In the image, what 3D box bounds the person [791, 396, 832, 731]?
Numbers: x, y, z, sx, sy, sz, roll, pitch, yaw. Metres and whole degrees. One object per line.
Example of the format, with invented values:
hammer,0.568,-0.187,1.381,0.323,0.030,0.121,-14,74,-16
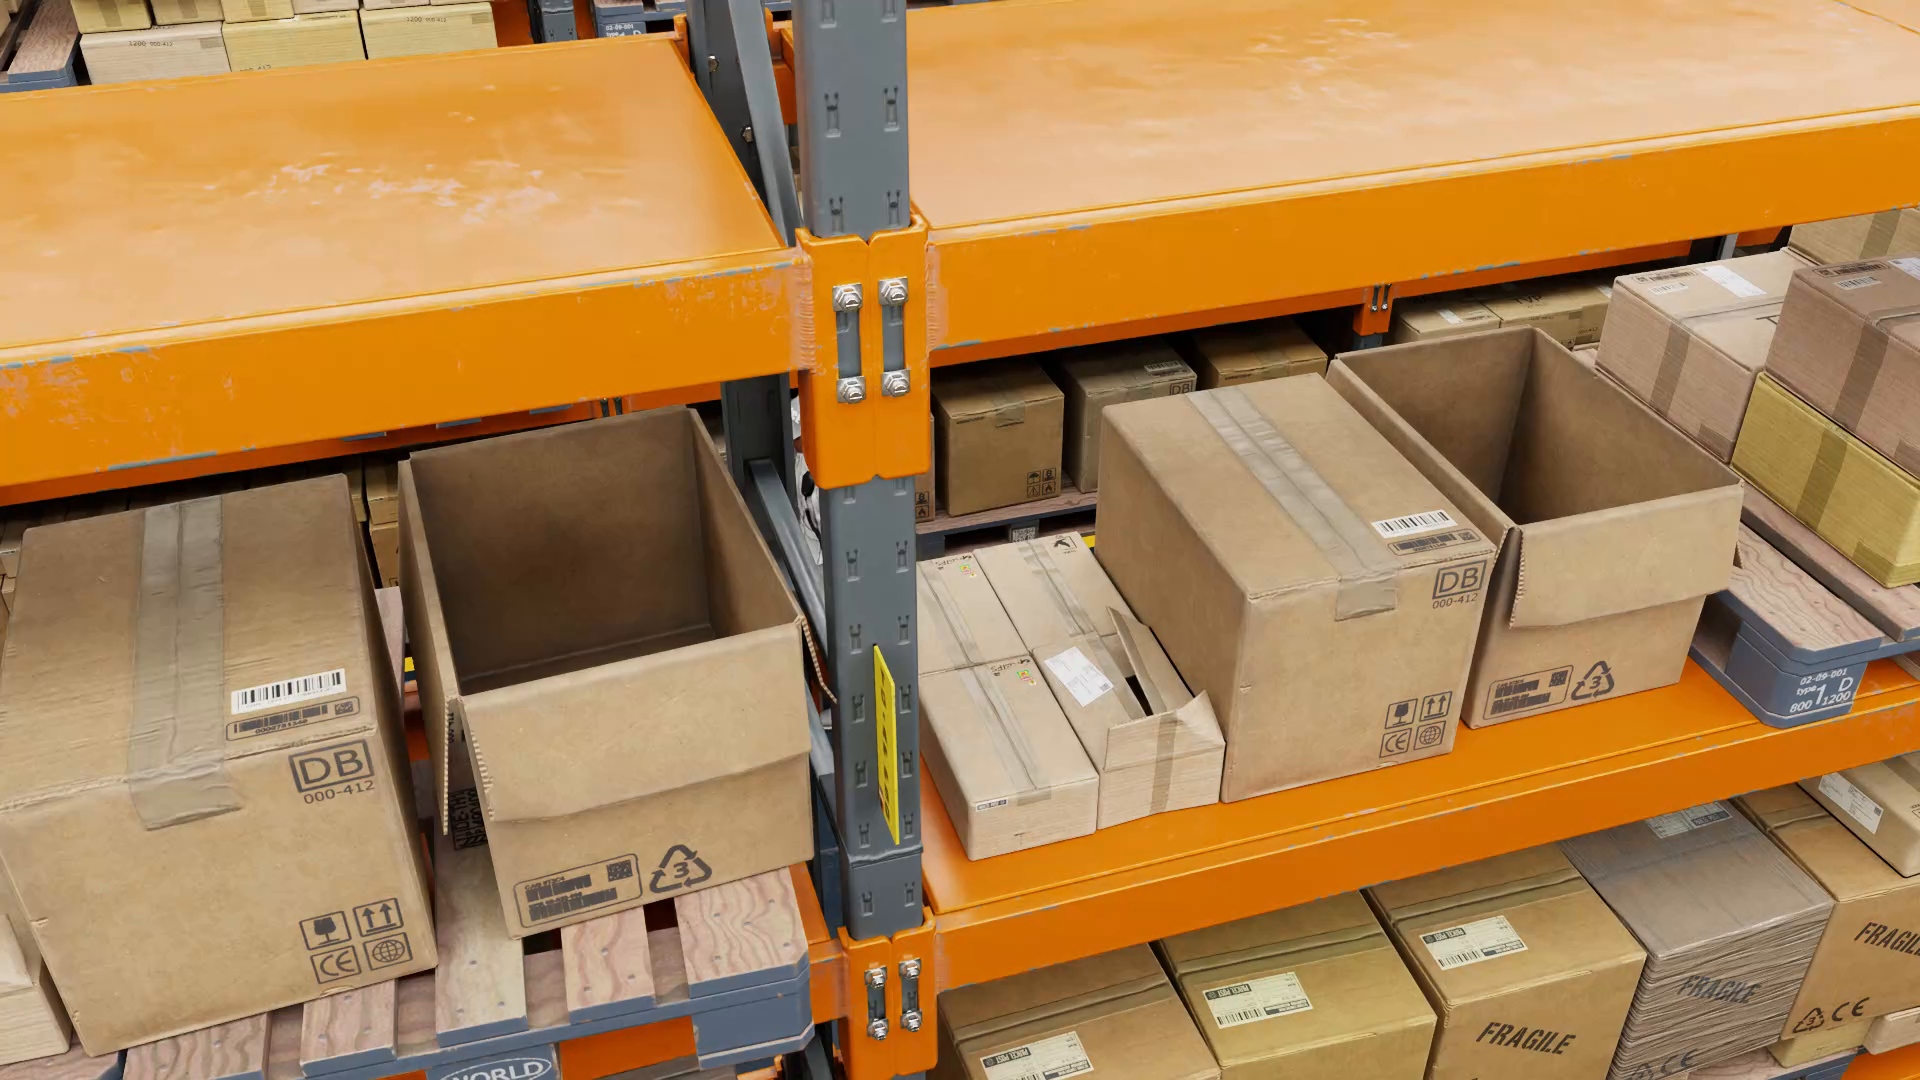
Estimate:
person,-0.583,0.066,7.335,0.469,1.665,0.560,-12,36,-17
